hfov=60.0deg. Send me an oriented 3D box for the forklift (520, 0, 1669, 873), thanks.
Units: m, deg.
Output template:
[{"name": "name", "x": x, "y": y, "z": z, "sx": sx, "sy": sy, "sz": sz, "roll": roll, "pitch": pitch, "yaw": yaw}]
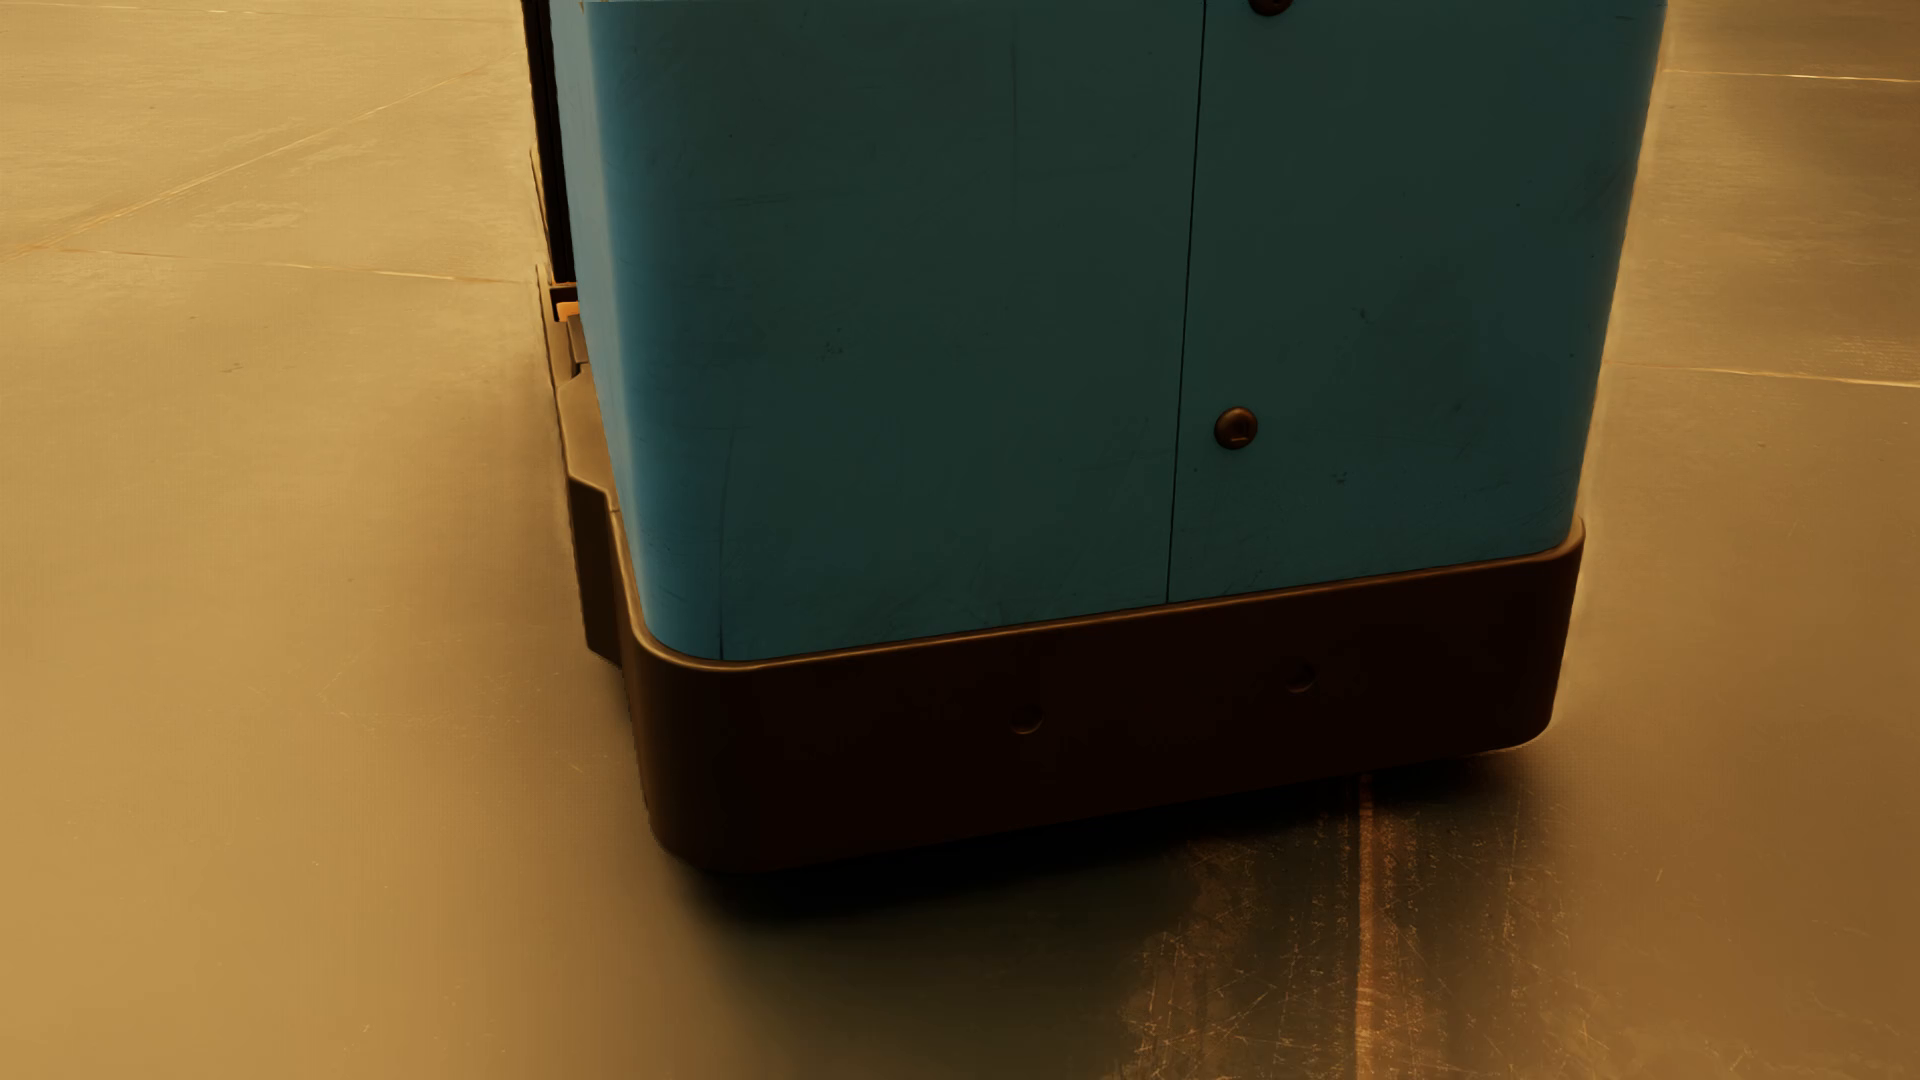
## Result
[{"name": "forklift", "x": -0.187, "y": -1.617, "z": 2.452, "sx": 1.130, "sy": 2.935, "sz": 3.031, "roll": -7, "pitch": 28, "yaw": -14}]
